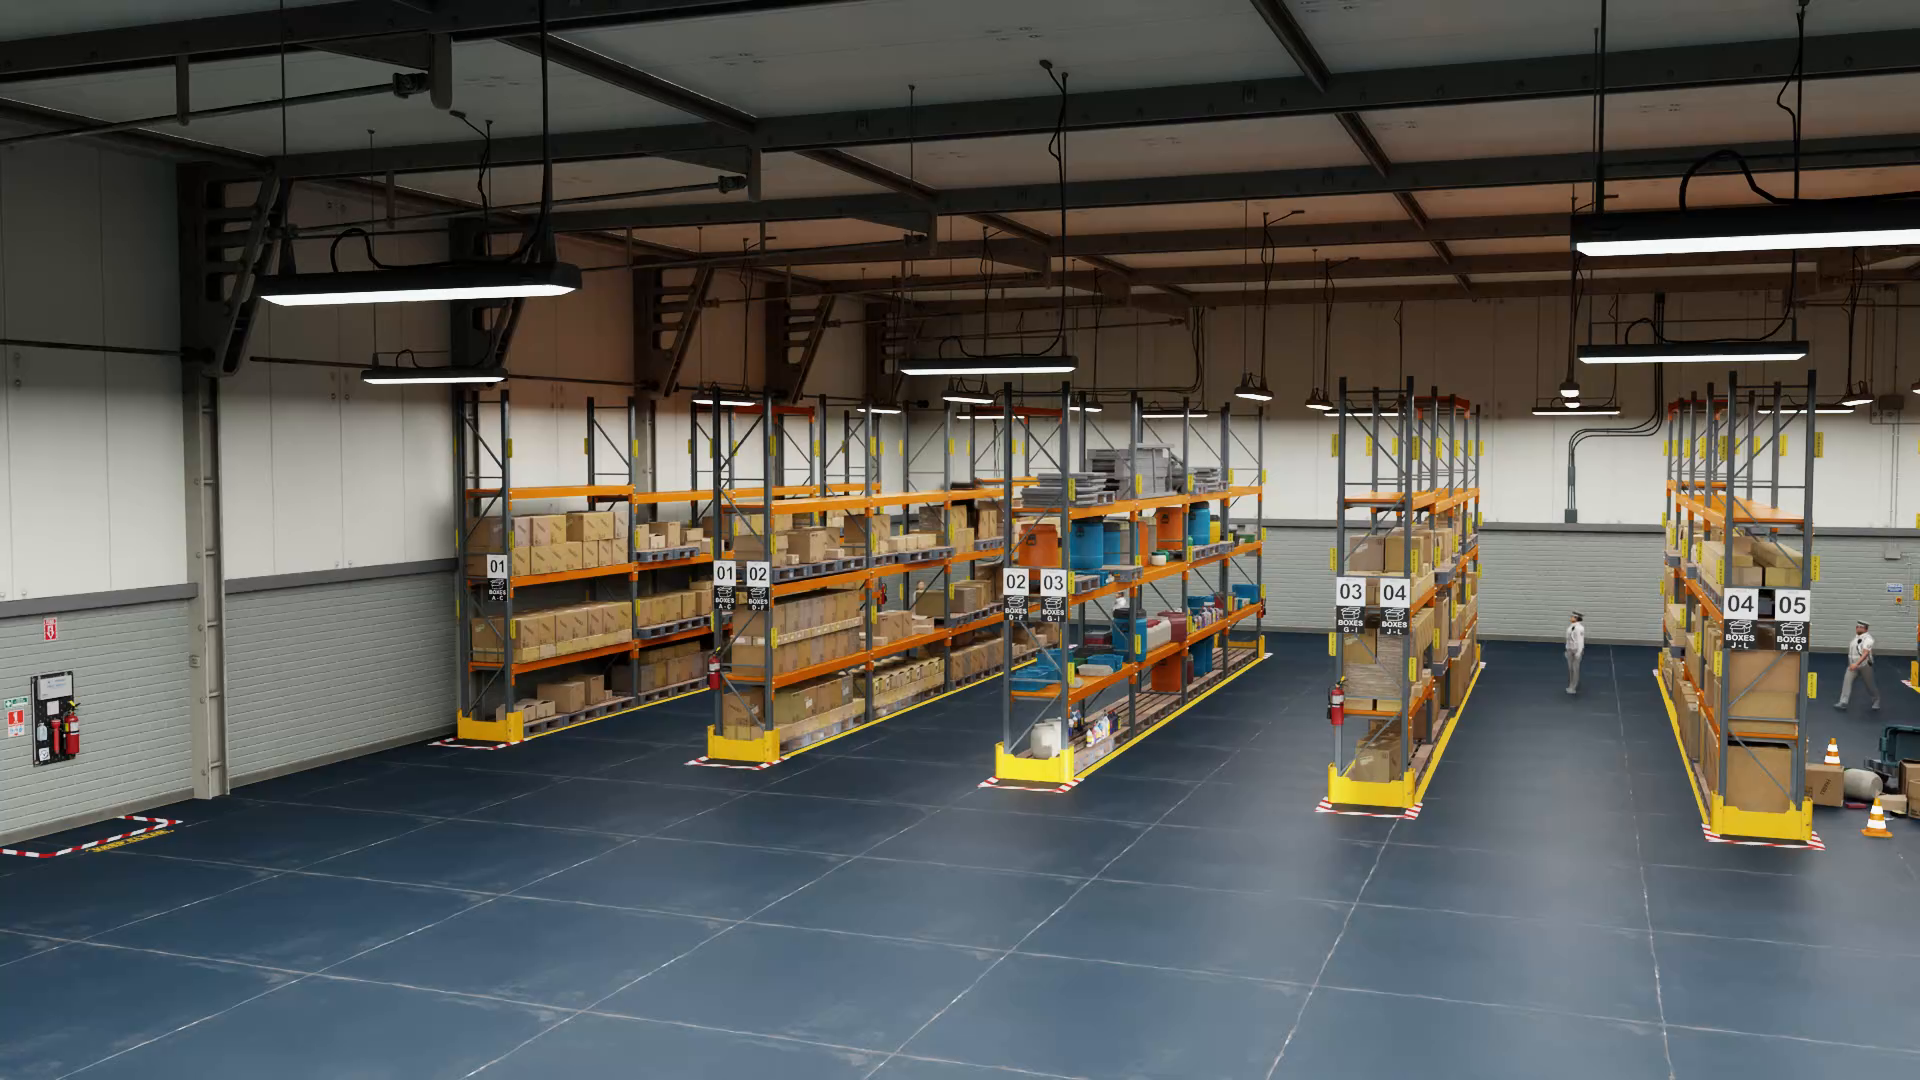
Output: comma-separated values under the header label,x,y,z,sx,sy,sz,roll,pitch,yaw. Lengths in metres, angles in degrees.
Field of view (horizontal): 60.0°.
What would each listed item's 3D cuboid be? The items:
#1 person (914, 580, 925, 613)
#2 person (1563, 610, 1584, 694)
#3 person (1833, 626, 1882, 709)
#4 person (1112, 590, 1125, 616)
label,x,y,z,sx,sy,sz,roll,pitch,yaw
person,-0.922,1.872,42.082,0.490,1.720,0.399,-3,4,-40
person,12.569,2.283,34.199,0.557,1.681,0.499,-2,4,-27
person,17.137,2.444,31.681,1.045,1.580,0.469,-1,3,-24
person,3.760,1.973,39.543,0.335,1.695,0.474,0,3,-3
